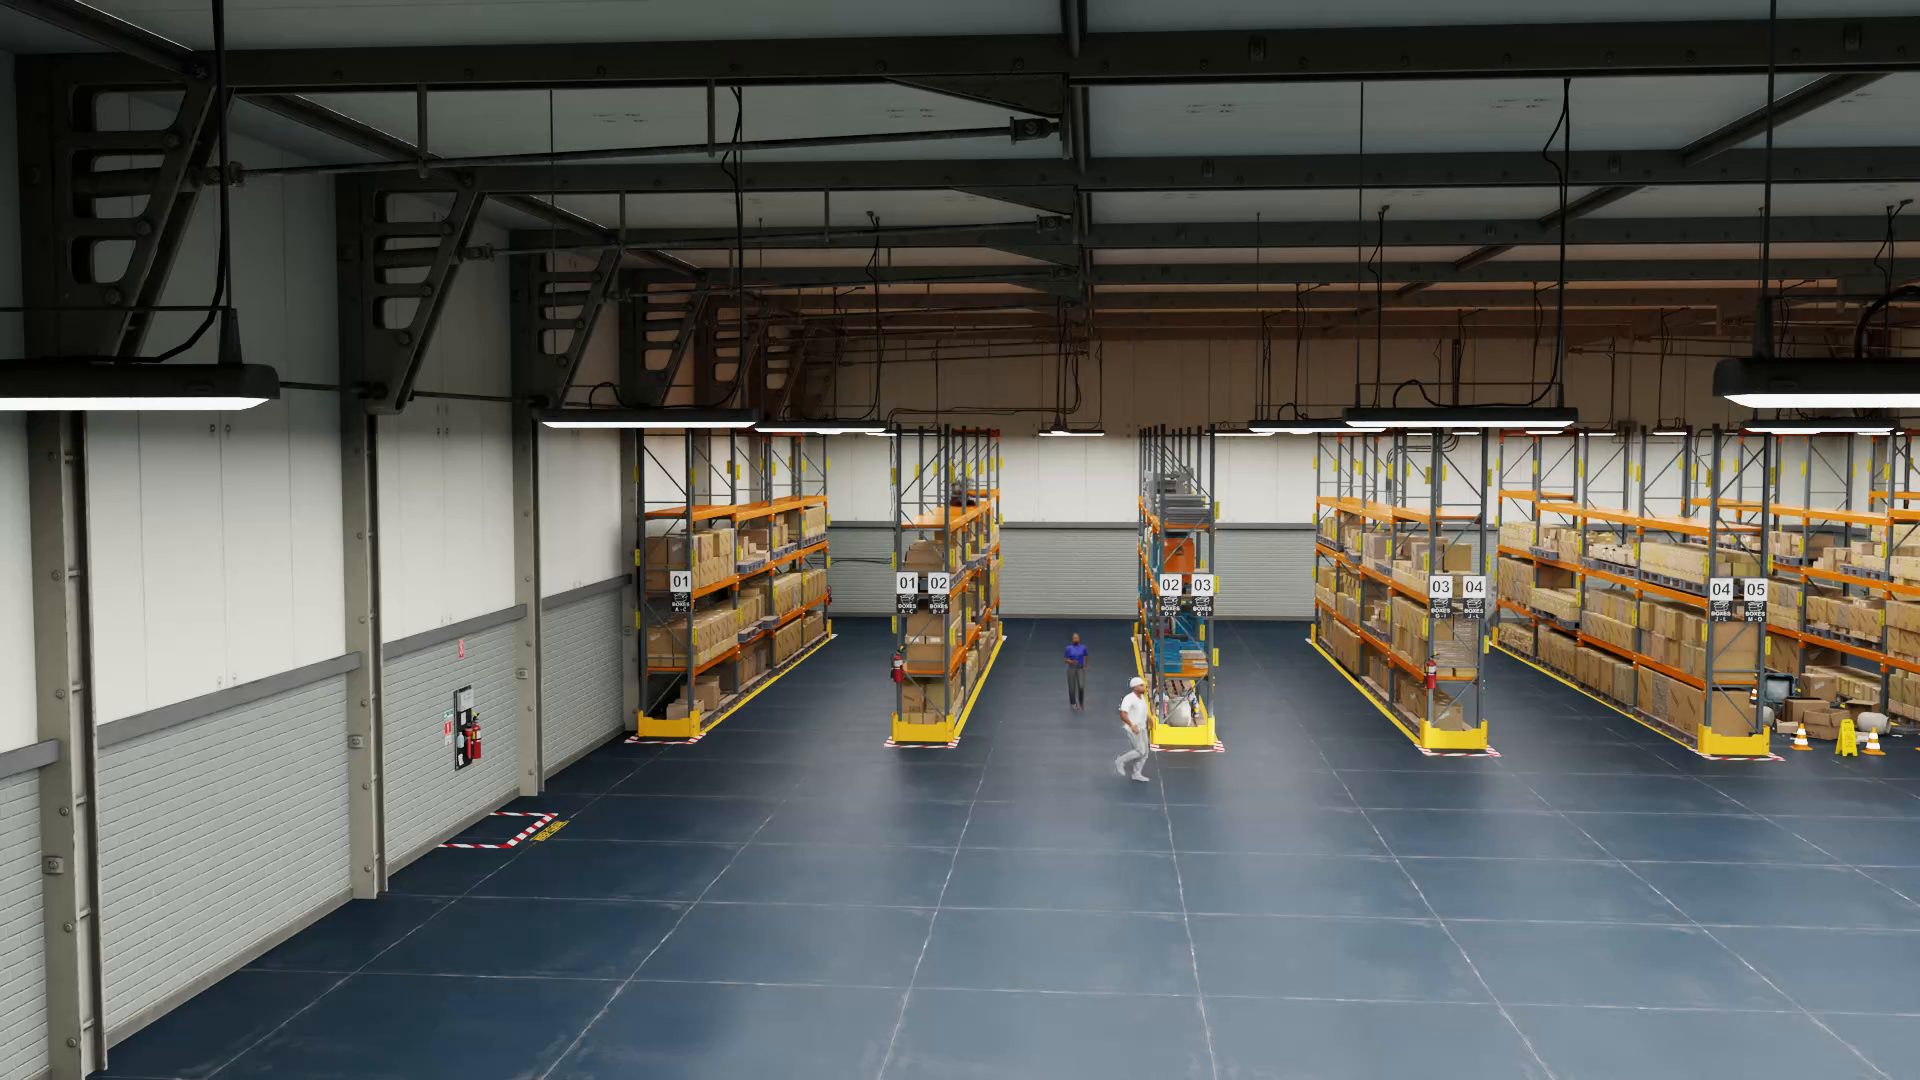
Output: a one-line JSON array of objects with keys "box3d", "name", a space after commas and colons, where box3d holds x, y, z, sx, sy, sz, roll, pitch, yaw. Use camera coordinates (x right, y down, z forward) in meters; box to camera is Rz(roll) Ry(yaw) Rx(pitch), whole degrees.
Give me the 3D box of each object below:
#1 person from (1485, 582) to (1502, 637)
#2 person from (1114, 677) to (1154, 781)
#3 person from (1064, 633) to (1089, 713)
[{"box3d": [15.217, 2.027, 47.381, 0.646, 1.692, 0.632, 1, 4, 9], "name": "person"}, {"box3d": [2.915, 3.161, 27.915, 0.578, 1.734, 0.720, 2, 4, 30], "name": "person"}, {"box3d": [2.446, 2.789, 34.823, 0.544, 1.648, 0.688, 0, 3, 0], "name": "person"}]
